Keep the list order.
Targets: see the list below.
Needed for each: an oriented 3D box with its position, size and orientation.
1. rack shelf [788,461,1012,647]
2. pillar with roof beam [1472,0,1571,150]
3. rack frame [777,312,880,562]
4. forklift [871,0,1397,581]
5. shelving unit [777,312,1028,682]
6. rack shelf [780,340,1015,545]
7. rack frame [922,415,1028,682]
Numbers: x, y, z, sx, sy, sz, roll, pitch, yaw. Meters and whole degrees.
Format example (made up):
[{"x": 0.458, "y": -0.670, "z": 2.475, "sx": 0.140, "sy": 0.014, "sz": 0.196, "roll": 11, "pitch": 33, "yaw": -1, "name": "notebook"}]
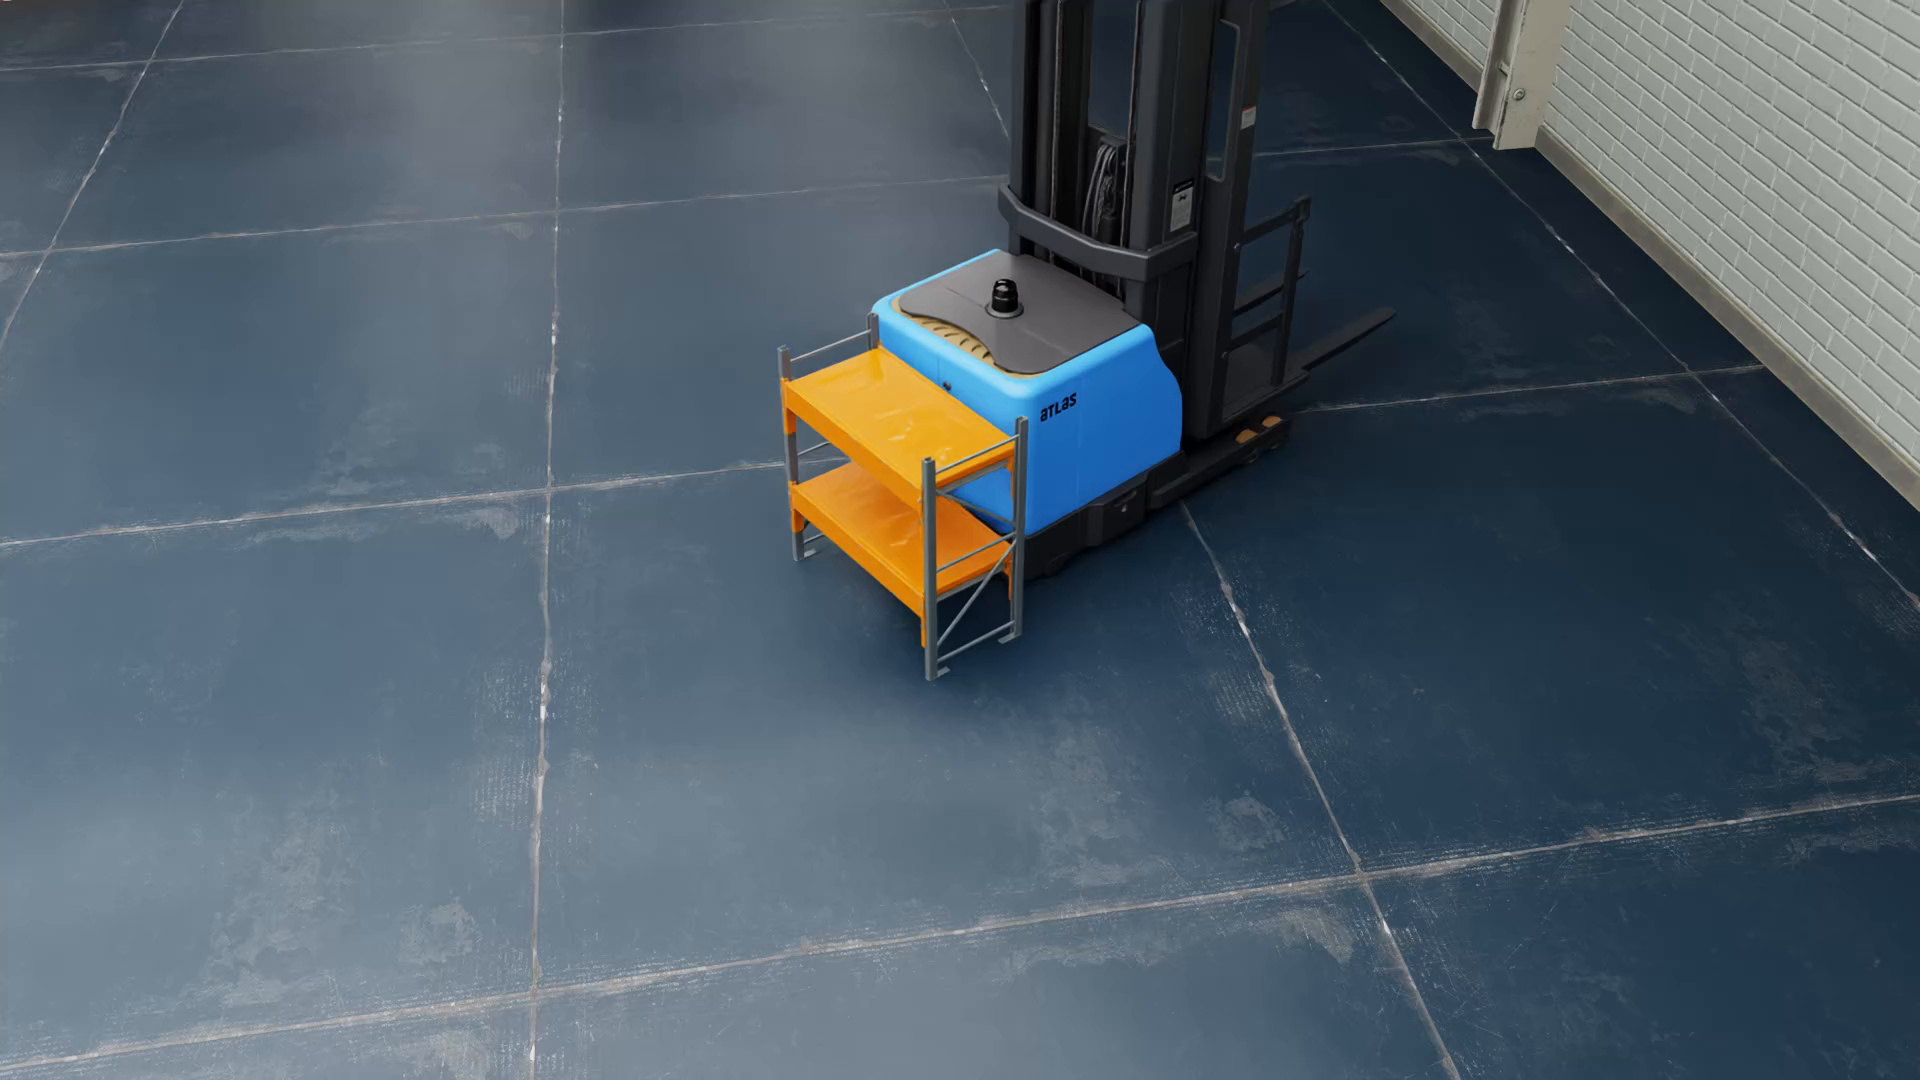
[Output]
[{"x": -0.248, "y": -0.002, "z": 7.234, "sx": 0.538, "sy": 0.278, "sz": 1.000, "roll": -25, "pitch": 44, "yaw": -29, "name": "rack shelf"}, {"x": -0.543, "y": -5.832, "z": 7.922, "sx": 9.100, "sy": 9.000, "sz": 0.400, "roll": -6, "pitch": 38, "yaw": -8, "name": "pillar with roof beam"}, {"x": -0.558, "y": -0.442, "z": 7.402, "sx": 0.500, "sy": 1.125, "sz": 0.032, "roll": -25, "pitch": 44, "yaw": -29, "name": "rack frame"}, {"x": 1.021, "y": -1.750, "z": 7.614, "sx": 3.031, "sy": 2.935, "sz": 1.130, "roll": -29, "pitch": 46, "yaw": -32, "name": "forklift"}, {"x": -0.248, "y": -0.195, "z": 7.084, "sx": 0.538, "sy": 1.125, "sz": 1.048, "roll": -25, "pitch": 44, "yaw": -29, "name": "shelving unit"}, {"x": -0.248, "y": -0.426, "z": 6.905, "sx": 0.538, "sy": 0.278, "sz": 1.000, "roll": -25, "pitch": 44, "yaw": -29, "name": "rack shelf"}, {"x": 0.061, "y": 0.052, "z": 6.766, "sx": 0.500, "sy": 1.125, "sz": 0.032, "roll": -25, "pitch": 44, "yaw": -29, "name": "rack frame"}]
